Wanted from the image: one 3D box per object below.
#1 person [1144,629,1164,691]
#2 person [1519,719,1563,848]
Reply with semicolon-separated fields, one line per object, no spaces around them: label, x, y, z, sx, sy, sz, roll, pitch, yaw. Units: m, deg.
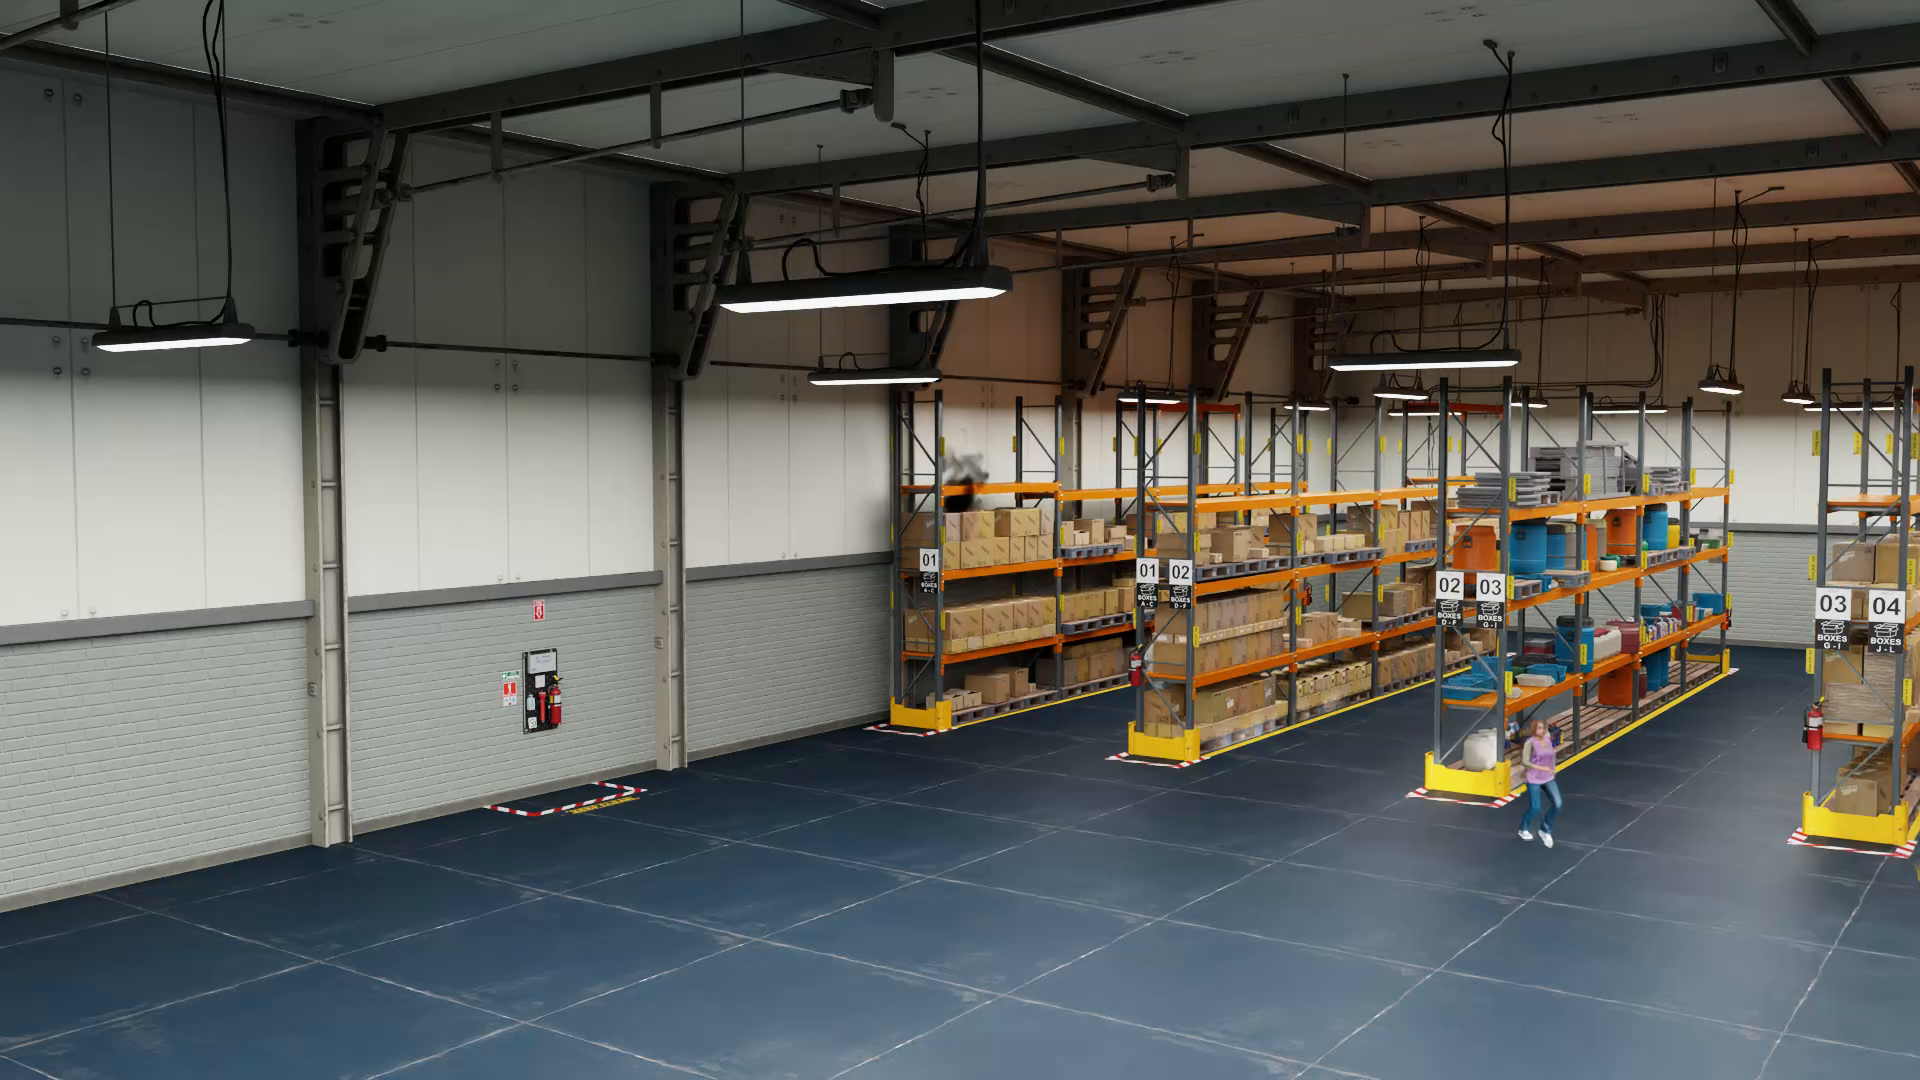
person;3.598;2.449;30.277;0.616;1.692;0.901;2;4;31
person;7.283;3.041;20.869;0.543;1.596;0.672;-1;3;-15
